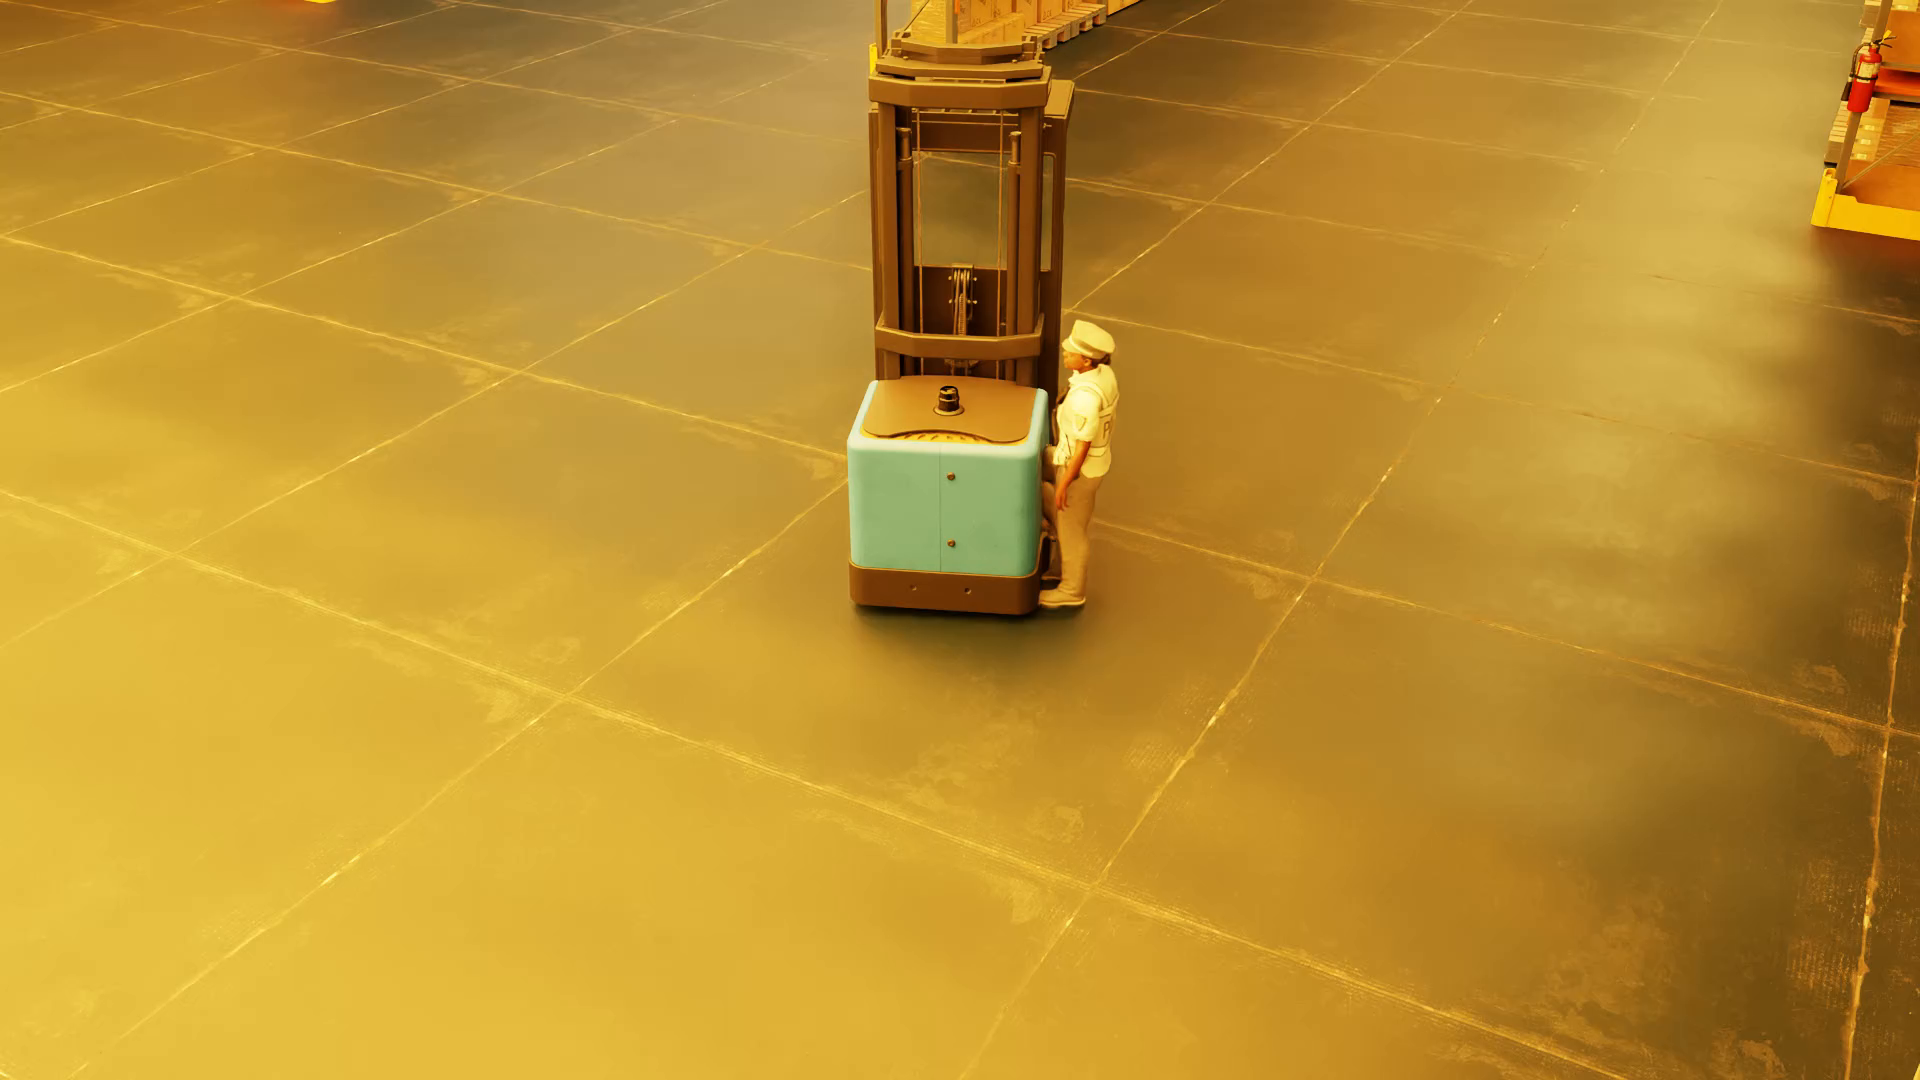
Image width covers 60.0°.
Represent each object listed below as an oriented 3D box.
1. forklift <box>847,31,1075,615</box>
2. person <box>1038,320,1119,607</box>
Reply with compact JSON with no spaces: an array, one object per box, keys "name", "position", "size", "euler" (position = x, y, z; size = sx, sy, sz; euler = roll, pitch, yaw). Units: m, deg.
[{"name":"forklift","position":[0.072,-1.572,9.794],"size":[1.130,2.935,3.031],"euler":[3,30,6]},{"name":"person","position":[0.544,-0.414,9.020],"size":[0.587,1.697,0.566],"euler":[7,31,13]}]
